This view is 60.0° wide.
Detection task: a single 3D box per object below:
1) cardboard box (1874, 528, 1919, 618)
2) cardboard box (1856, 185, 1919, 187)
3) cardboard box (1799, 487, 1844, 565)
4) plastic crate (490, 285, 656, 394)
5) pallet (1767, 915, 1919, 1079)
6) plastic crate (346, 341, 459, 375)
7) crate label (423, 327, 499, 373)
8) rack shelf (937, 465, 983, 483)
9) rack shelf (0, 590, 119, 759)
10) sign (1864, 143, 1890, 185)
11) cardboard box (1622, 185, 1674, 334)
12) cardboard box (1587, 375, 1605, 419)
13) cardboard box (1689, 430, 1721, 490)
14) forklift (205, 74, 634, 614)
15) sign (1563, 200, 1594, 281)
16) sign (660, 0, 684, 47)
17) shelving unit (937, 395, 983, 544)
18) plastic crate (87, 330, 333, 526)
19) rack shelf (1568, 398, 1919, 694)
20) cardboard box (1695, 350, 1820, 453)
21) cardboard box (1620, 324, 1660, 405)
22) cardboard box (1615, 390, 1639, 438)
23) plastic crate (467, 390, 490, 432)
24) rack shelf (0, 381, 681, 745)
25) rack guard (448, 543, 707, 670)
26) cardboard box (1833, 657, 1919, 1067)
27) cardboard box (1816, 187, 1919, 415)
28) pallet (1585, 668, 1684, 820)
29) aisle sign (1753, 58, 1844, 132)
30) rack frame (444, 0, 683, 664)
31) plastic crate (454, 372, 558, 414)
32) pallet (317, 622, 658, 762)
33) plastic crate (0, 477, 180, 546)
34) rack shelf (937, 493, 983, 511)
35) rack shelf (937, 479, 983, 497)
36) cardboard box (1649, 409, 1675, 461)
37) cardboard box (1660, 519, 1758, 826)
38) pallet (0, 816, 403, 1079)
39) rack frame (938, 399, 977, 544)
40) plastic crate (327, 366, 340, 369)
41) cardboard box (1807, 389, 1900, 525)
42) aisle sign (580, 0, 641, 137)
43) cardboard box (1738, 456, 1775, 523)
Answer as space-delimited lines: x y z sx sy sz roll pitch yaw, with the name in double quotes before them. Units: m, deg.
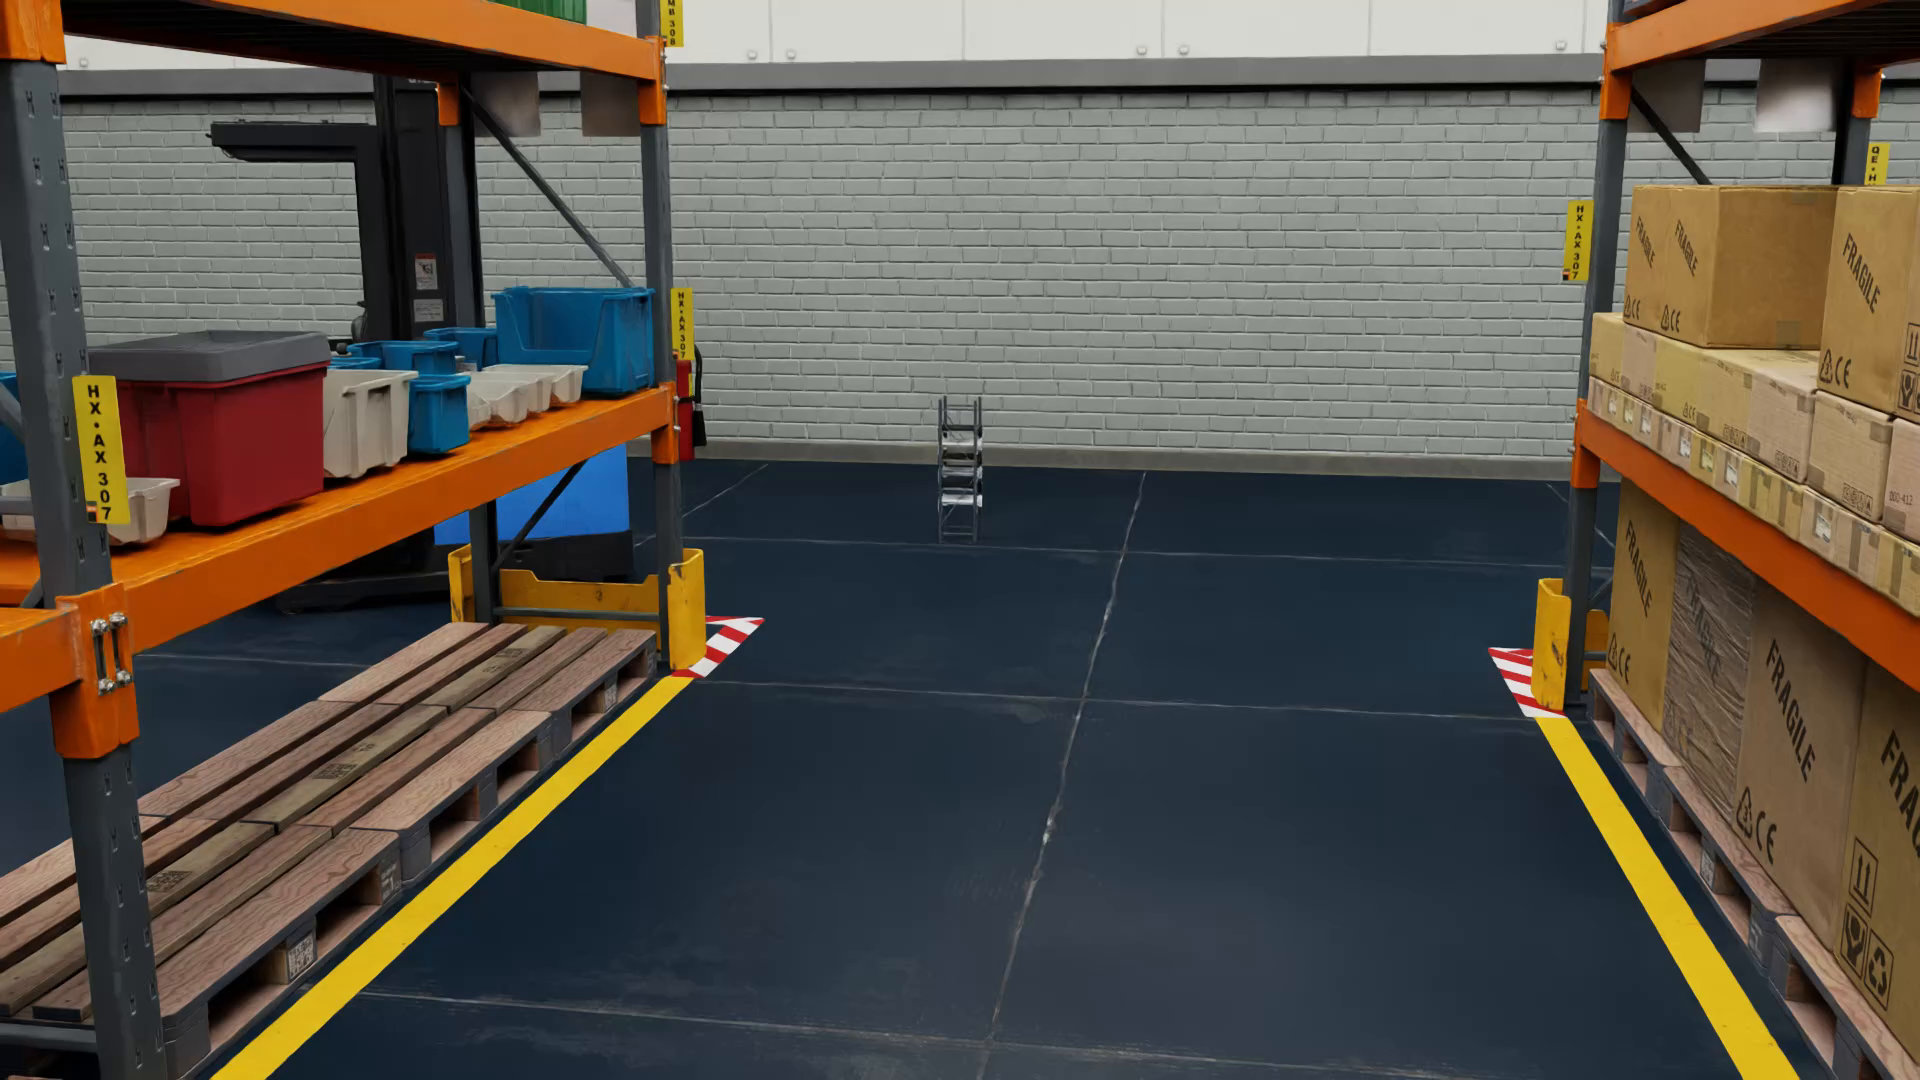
"cardboard box" 2.241 0.077 3.614 0.380 0.149 0.250 2 12 10
"cardboard box" 3.279 -1.080 6.254 0.500 0.500 0.500 2 12 9
"cardboard box" 2.320 -0.030 4.110 0.380 0.149 0.250 2 12 10
"plastic crate" -1.667 -0.882 7.242 0.616 0.435 0.499 2 12 9
"pallet" 2.673 1.289 4.012 1.003 0.211 1.213 2 12 9
"plastic crate" -2.265 -0.681 6.790 0.416 0.233 0.300 2 12 9
"crate label" -2.164 -0.818 7.426 0.416 0.233 0.303 2 12 9
"rack shelf" 0.001 -0.409 10.413 0.258 0.077 0.200 2 12 9
"rack shelf" -2.723 0.689 1.884 1.077 0.370 4.000 2 12 9
"sign" 3.628 -1.412 6.617 0.100 0.325 0.005 2 12 9
"cardboard box" 2.676 -0.995 5.858 0.500 0.500 0.500 2 12 7
"cardboard box" 2.713 -0.565 6.592 0.380 0.149 0.250 2 12 9
"cardboard box" 2.478 -0.245 5.106 0.380 0.149 0.250 2 12 7
"forklift" -3.408 -1.169 8.961 3.031 2.935 1.130 -4 13 -20
"sign" 2.546 -1.232 6.848 0.100 0.325 0.005 2 12 9
"sign" -1.254 -2.312 7.231 0.100 0.325 0.005 2 12 9
"shelving unit" 0.001 -0.442 10.406 0.258 0.900 0.210 2 12 9
"plastic crate" -2.030 -0.317 4.551 0.402 0.464 0.583 2 12 9
"rack shelf" 2.786 0.017 5.003 1.077 0.370 4.000 2 12 9
"cardboard box" 2.524 -0.410 4.927 0.500 0.250 0.500 2 12 8
"cardboard box" 2.680 -0.624 5.917 0.500 0.250 0.500 2 12 8
"cardboard box" 2.636 -0.458 6.096 0.380 0.149 0.250 2 12 7
"plastic crate" -1.852 -0.456 5.971 0.298 0.136 0.250 2 12 9
"rack shelf" -2.108 -0.144 5.747 1.077 0.370 4.000 2 12 9
"rack guard" -1.809 0.305 7.892 1.175 0.500 0.348 2 12 9
"cardboard box" 2.659 0.780 3.800 0.875 0.875 0.875 2 12 9
"cardboard box" 2.366 -0.566 3.868 0.500 0.500 0.500 2 12 9
"pallet" 3.048 0.781 6.368 1.003 0.211 1.213 2 12 9
"aisle sign" 3.401 -2.027 6.609 0.394 0.787 0.004 2 12 9
"rack frame" -1.800 -0.912 7.603 1.000 3.000 0.127 2 12 9
"plastic crate" -1.806 -0.577 6.532 0.396 0.136 0.243 2 12 9
"pallet" -1.965 0.622 7.106 1.003 0.211 1.213 2 12 9
"plastic crate" -2.203 -0.072 4.189 0.396 0.136 0.243 2 12 9
"rack shelf" 0.001 -0.233 10.451 0.258 0.077 0.200 2 12 9
"rack shelf" 0.001 -0.321 10.432 0.258 0.077 0.200 2 12 9
"cardboard box" 2.557 -0.351 5.599 0.380 0.149 0.250 2 12 8
"cardboard box" 2.934 0.407 5.529 0.875 0.875 0.875 2 12 9
"pallet" -2.341 1.130 4.750 1.003 0.211 1.213 2 12 9
"rack frame" -0.014 -0.420 10.308 0.240 0.900 0.006 2 12 9
"plastic crate" -2.412 -0.482 5.864 0.416 0.233 0.300 2 12 9
"cardboard box" 2.364 -0.199 3.946 0.500 0.250 0.500 2 12 10
"aisle sign" -1.500 -2.188 7.355 0.394 0.787 0.004 2 12 9
"cardboard box" 2.399 -0.137 4.607 0.380 0.149 0.250 2 12 8
